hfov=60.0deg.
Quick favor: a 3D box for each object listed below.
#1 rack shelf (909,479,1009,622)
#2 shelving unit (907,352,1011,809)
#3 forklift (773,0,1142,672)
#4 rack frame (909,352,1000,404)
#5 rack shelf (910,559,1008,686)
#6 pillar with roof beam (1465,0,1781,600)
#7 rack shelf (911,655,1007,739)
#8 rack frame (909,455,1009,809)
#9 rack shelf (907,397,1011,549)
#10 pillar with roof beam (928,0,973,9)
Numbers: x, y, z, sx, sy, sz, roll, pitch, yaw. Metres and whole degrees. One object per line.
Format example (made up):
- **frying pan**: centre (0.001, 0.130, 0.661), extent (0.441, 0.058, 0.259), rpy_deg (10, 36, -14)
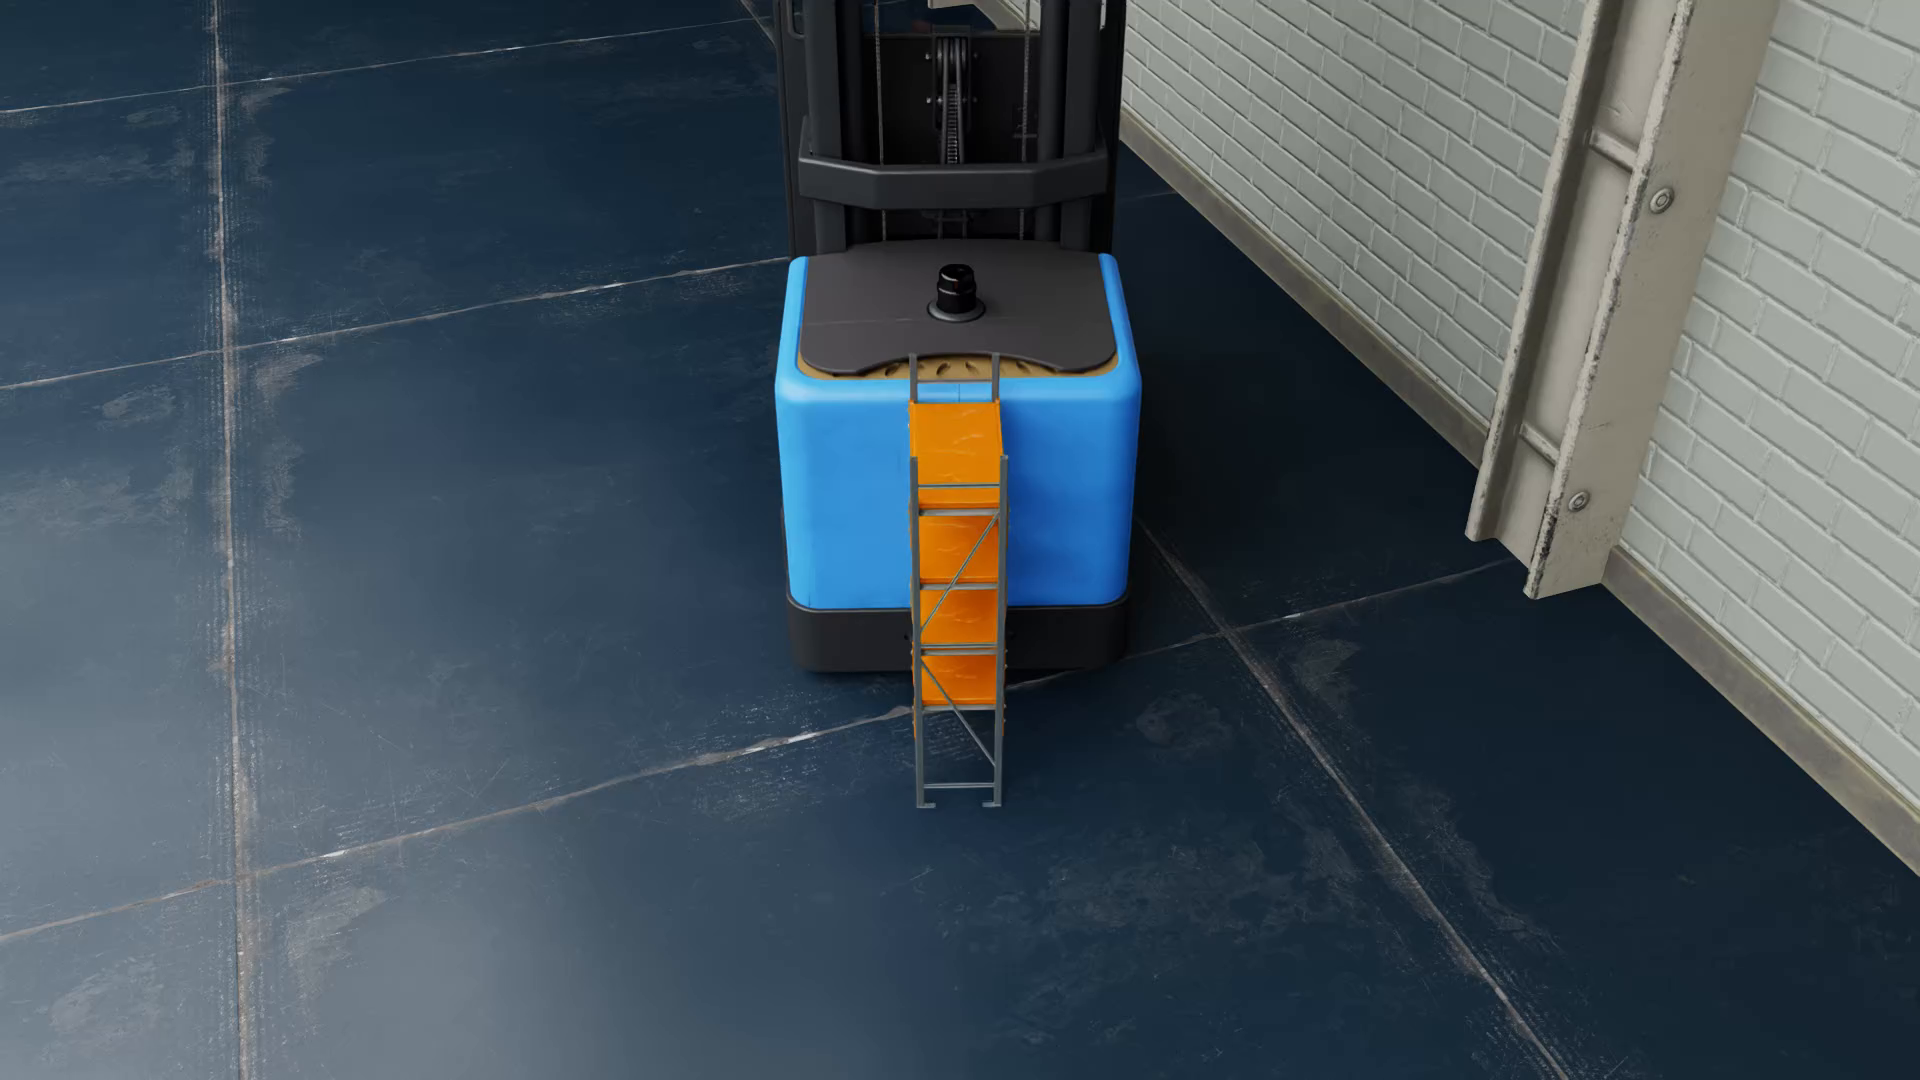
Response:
- **rack shelf**: centre (-0.009, 0.008, 4.482), extent (0.258, 0.148, 0.480), rpy_deg (-1, 37, -1)
- **shelving unit**: centre (-0.009, 0.133, 4.576), extent (0.258, 1.200, 0.503), rpy_deg (-1, 37, -1)
- **forklift**: centre (-0.038, -1.625, 5.472), extent (1.130, 2.935, 3.031), rpy_deg (-1, 37, -1)
- **rack frame**: centre (-0.015, -0.013, 4.771), extent (0.240, 1.200, 0.015), rpy_deg (-1, 37, -1)
- **rack shelf**: centre (-0.009, 0.187, 4.616), extent (0.258, 0.148, 0.480), rpy_deg (-1, 37, -1)
- **pillar with roof beam**: centre (-2.078, -2.649, 1.787), extent (9.100, 9.000, 0.400), rpy_deg (-12, 39, -16)
- **rack shelf**: centre (-0.009, 0.346, 4.736), extent (0.258, 0.148, 0.480), rpy_deg (-1, 37, -1)
- **rack frame**: centre (-0.003, 0.280, 4.381), extent (0.240, 1.200, 0.015), rpy_deg (-1, 37, -1)
- **rack shelf**: centre (-0.009, -0.181, 4.339), extent (0.258, 0.148, 0.480), rpy_deg (-1, 37, -1)
- **pillar with roof beam**: centre (-4.143, -6.038, 6.287), extent (9.100, 9.000, 0.400), rpy_deg (-12, 39, -16)
